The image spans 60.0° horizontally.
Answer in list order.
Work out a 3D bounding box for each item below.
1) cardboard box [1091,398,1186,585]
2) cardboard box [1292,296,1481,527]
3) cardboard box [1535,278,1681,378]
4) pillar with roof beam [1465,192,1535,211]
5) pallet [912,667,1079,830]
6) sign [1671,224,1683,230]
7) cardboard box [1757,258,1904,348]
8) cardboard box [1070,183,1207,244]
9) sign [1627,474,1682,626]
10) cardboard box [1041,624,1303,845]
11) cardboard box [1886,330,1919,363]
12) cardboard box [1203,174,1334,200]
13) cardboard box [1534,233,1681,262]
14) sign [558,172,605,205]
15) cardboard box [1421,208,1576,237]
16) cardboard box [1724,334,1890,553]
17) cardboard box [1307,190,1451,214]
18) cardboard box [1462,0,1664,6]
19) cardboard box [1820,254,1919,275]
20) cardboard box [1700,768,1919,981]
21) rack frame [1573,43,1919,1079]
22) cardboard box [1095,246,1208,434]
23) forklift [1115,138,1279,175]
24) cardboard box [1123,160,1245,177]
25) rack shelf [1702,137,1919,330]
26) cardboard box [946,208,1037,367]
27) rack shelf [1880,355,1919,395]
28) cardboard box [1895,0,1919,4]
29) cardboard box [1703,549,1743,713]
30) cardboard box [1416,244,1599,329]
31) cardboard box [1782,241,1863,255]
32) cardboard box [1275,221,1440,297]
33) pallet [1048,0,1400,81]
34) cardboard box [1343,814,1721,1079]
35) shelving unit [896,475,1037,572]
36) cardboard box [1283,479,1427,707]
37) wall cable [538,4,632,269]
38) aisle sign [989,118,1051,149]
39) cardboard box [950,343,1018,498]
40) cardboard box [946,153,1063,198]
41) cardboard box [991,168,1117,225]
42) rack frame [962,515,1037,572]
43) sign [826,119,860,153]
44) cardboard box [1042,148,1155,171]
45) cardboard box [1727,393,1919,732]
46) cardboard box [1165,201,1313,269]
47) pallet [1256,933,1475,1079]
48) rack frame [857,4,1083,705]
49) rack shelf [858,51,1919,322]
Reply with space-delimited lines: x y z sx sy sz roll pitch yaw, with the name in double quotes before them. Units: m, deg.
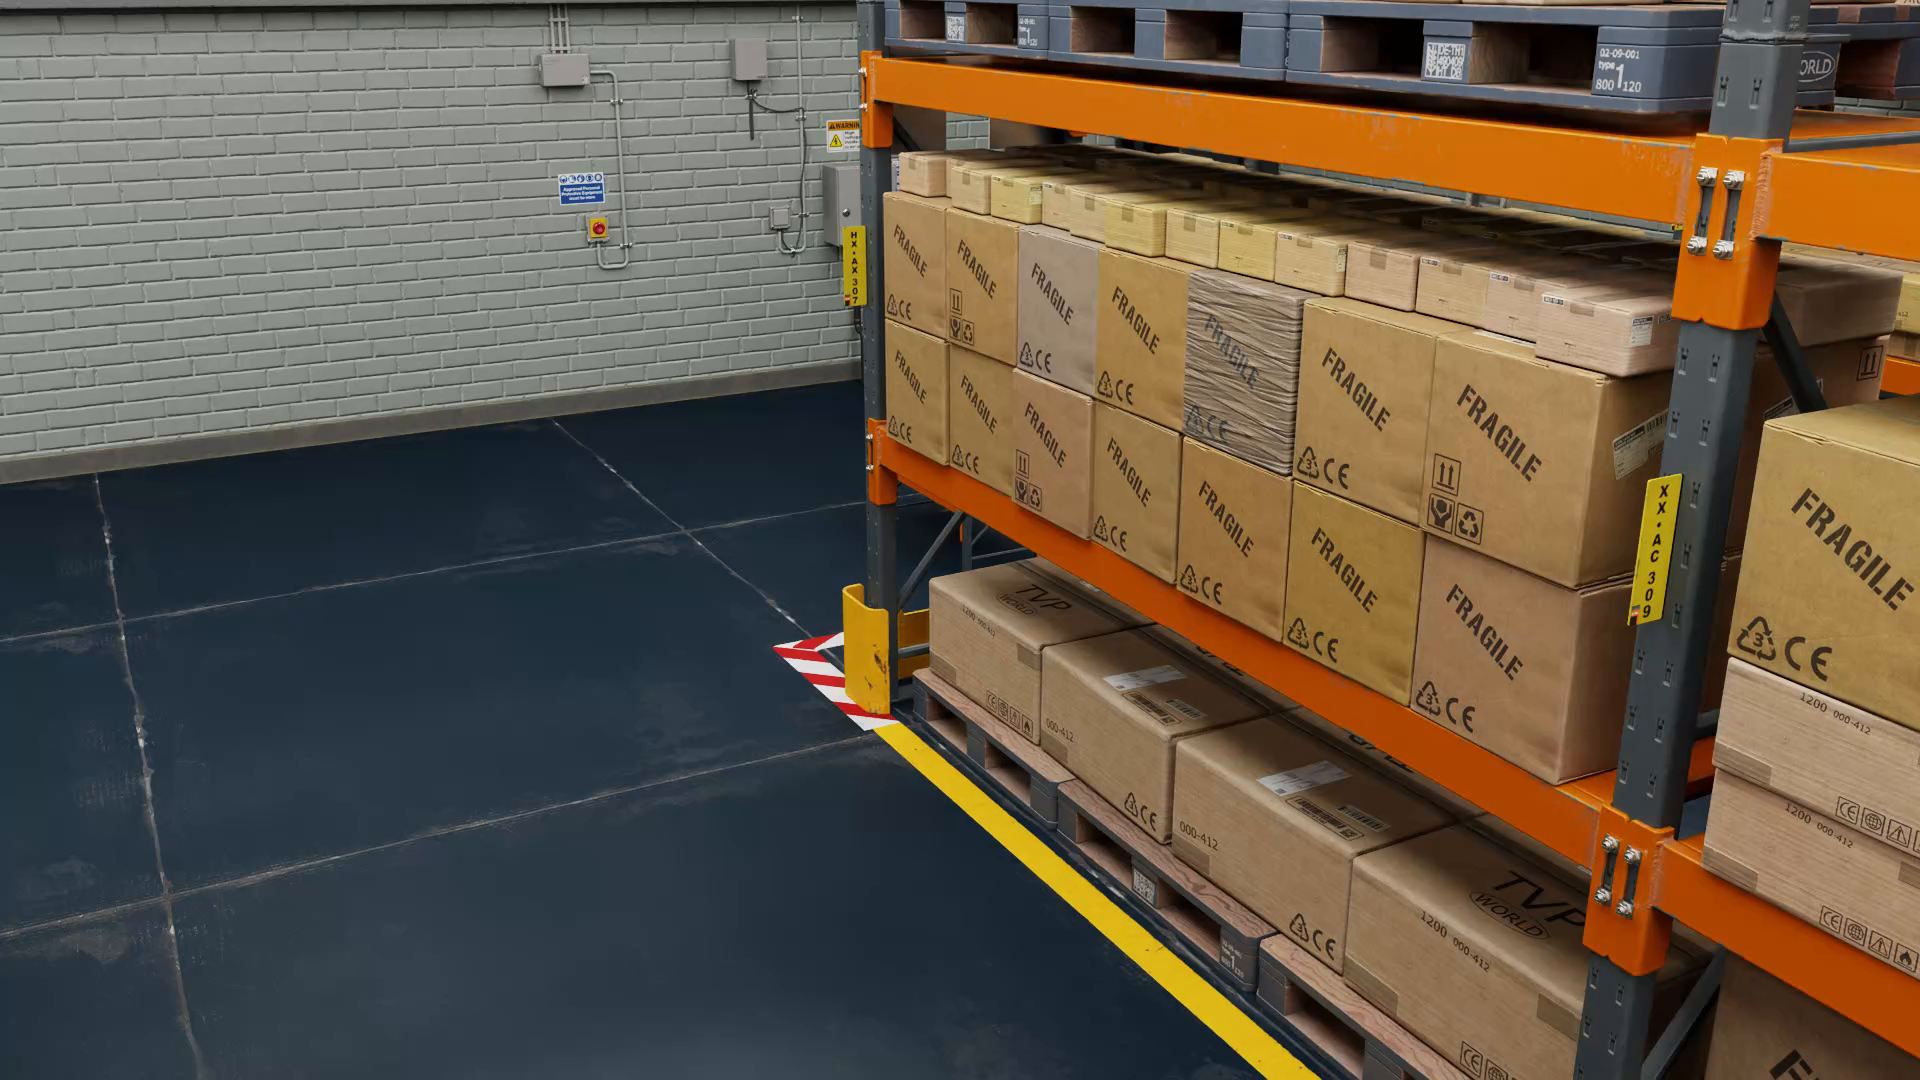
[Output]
"cardboard box" 0.776 -0.199 5.457 0.500 0.500 0.500 -9 21 -25
"cardboard box" 1.257 -0.377 4.438 0.500 0.500 0.500 -10 22 -27
"cardboard box" 1.531 -0.483 3.751 0.380 0.149 0.250 -10 22 -28
"pillar with roof beam" 0.149 -4.618 9.219 9.100 9.000 0.400 -10 21 -27
"pallet" 0.507 0.770 7.075 1.003 0.211 1.213 -10 21 -27
"sign" 3.947 -1.860 9.097 0.100 0.325 0.005 -10 21 -27
"cardboard box" 2.036 -0.574 4.017 0.380 0.149 0.250 -10 22 -27
"cardboard box" 0.586 -1.072 5.460 0.380 0.149 0.250 -10 21 -26
"sign" 1.470 0.023 3.518 0.100 0.325 0.005 -10 21 -27
"cardboard box" 0.901 0.683 6.338 0.875 0.438 0.875 -9 21 -25
"cardboard box" 4.853 -0.986 8.276 0.380 0.149 0.250 -10 21 -26
"cardboard box" 1.059 -1.162 5.720 0.380 0.149 0.250 -9 21 -25
"cardboard box" 1.742 -0.712 4.417 0.380 0.149 0.250 -10 22 -27
"sign" -2.712 -2.518 11.916 0.327 0.218 0.001 -10 21 -27
"cardboard box" 1.577 -0.874 4.885 0.380 0.149 0.250 -11 22 -28
"cardboard box" 1.945 -0.311 4.248 0.500 0.500 0.500 -10 21 -26
"cardboard box" 1.329 -1.015 5.292 0.380 0.149 0.250 -10 21 -26
"cardboard box" 1.373 -1.351 3.758 0.396 0.266 0.258 -9 21 -25
"cardboard box" 4.643 -1.288 8.540 0.500 0.250 0.500 -10 21 -26
"cardboard box" 1.934 0.621 3.463 0.500 0.250 0.500 -11 22 -28
"rack frame" 1.958 0.383 3.923 1.000 3.000 0.127 -10 21 -27
"cardboard box" 0.776 -0.666 5.278 0.500 0.500 0.500 -10 21 -26
"forklift" 1.720 -1.653 9.929 3.031 2.935 1.130 -8 21 -23
"cardboard box" 0.826 -1.311 6.151 0.380 0.149 0.250 -9 21 -25
"rack shelf" 2.907 -0.121 1.887 1.077 0.370 4.000 -10 21 -27
"cardboard box" 0.287 -0.956 6.117 0.500 0.500 0.500 -11 22 -28
"rack shelf" 5.374 -0.621 7.935 1.077 0.370 4.000 -10 21 -27
"cardboard box" 4.654 -2.710 8.063 0.500 0.250 0.500 -10 21 -26
"cardboard box" 1.965 0.160 4.415 0.500 0.500 0.500 -9 21 -25
"cardboard box" 1.392 -0.648 4.231 0.380 0.149 0.250 -10 21 -27
"cardboard box" 4.877 -1.514 9.194 0.500 0.250 0.500 -9 21 -25
"cardboard box" 1.105 -0.784 4.626 0.380 0.149 0.250 -10 21 -27
"pallet" 1.003 -1.579 5.147 1.003 0.211 1.213 -10 21 -27
"cardboard box" 1.754 1.199 4.843 0.875 0.438 0.875 -10 22 -27
"shelving unit" -0.003 -0.534 9.454 0.538 1.125 1.048 -10 21 -27
"cardboard box" 1.263 0.095 4.603 0.500 0.500 0.500 -11 22 -28
"wall cable" -2.640 -2.875 11.760 0.585 1.953 0.123 -10 21 -27
"aisle sign" 0.297 -2.063 7.026 0.394 0.787 0.004 -10 21 -27
"cardboard box" 0.298 -0.489 6.298 0.500 0.500 0.500 -10 22 -27
"cardboard box" 0.170 -1.383 6.360 0.380 0.149 0.250 -9 21 -25
"cardboard box" 0.333 -1.218 5.881 0.380 0.149 0.250 -11 22 -28
"rack frame" 0.238 -0.388 9.031 0.500 1.125 0.032 -10 21 -27
"sign" -0.869 -3.105 12.765 0.339 0.242 0.001 -10 21 -27
"cardboard box" 0.546 -1.451 6.556 0.380 0.149 0.250 -10 21 -26
"cardboard box" 1.913 0.034 3.248 0.500 0.500 0.500 -10 21 -26
"cardboard box" 0.850 -0.928 5.041 0.380 0.149 0.250 -10 21 -27
"pallet" 1.665 1.471 5.046 1.003 0.211 1.213 -10 21 -27
"rack frame" 0.058 -0.765 7.251 1.000 3.000 0.127 -10 21 -27
"rack shelf" 1.008 -1.269 5.215 1.077 0.370 4.000 -10 21 -27
